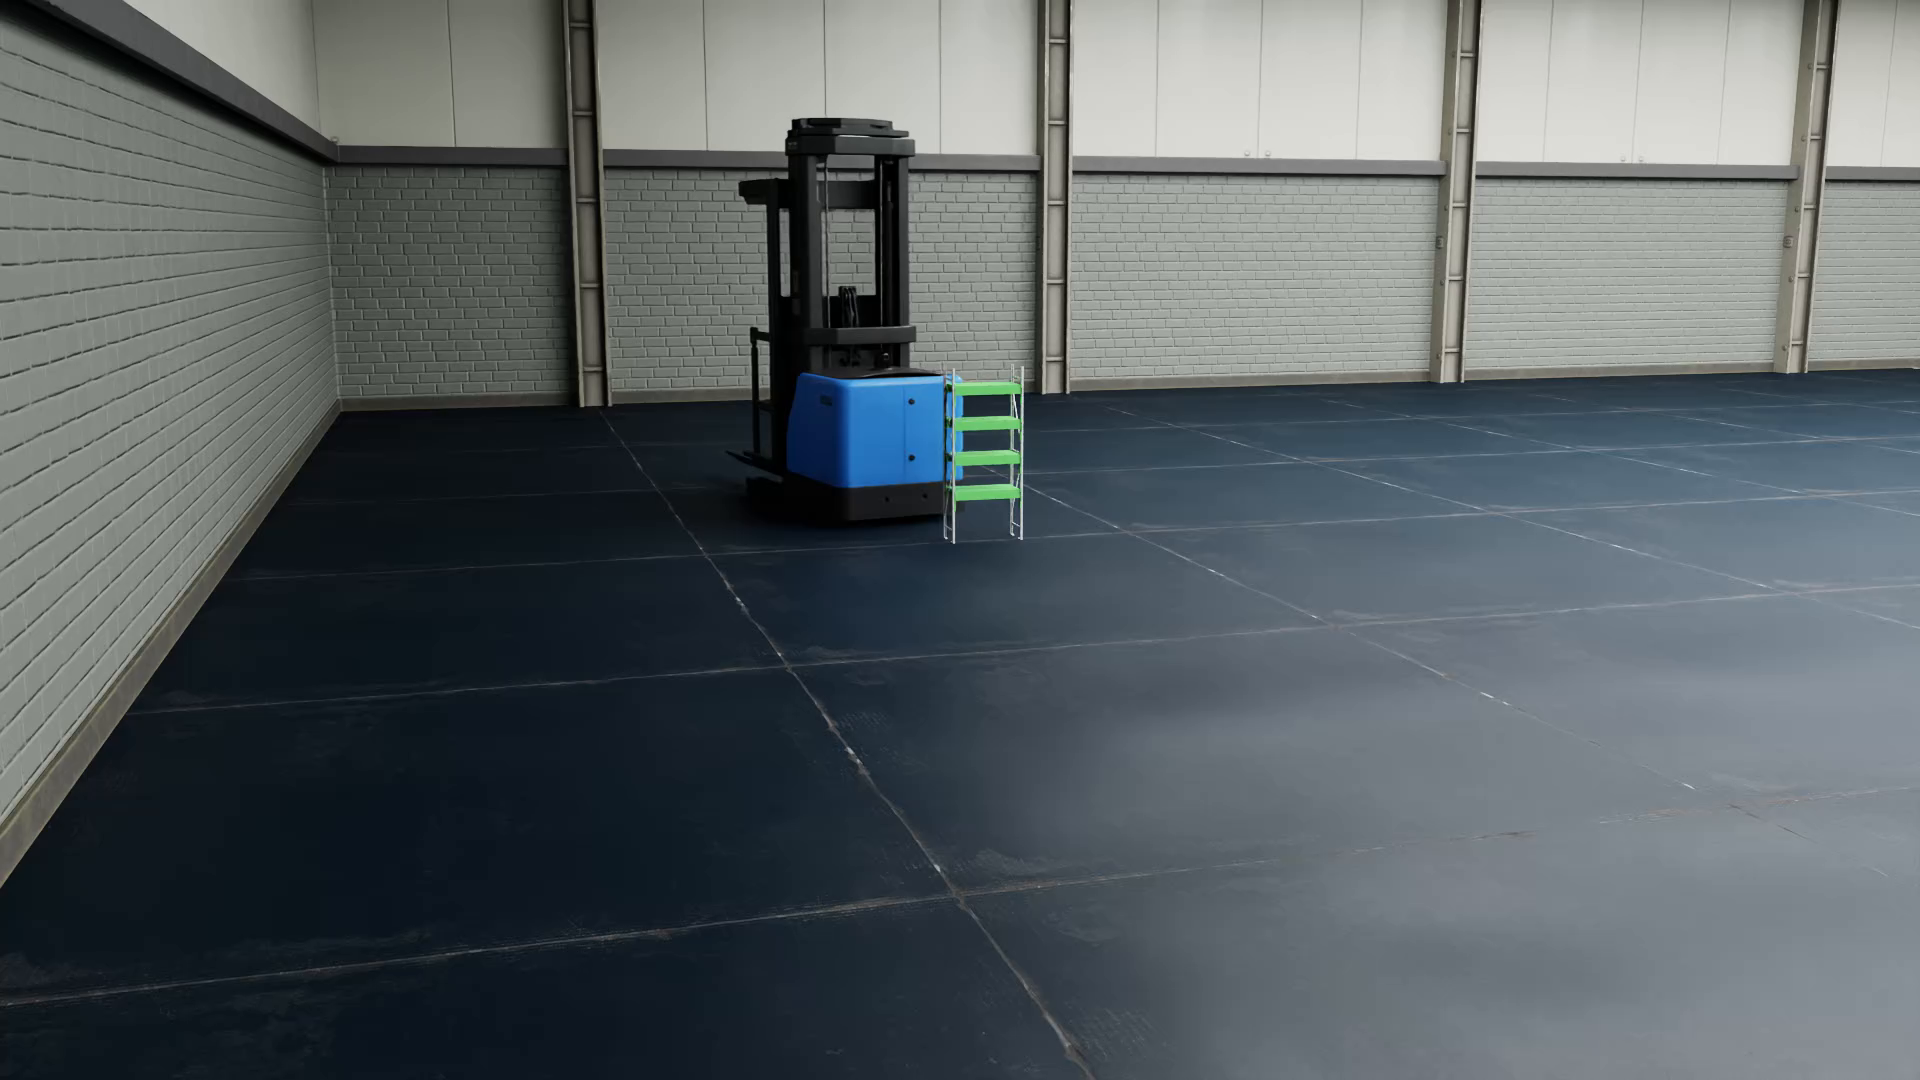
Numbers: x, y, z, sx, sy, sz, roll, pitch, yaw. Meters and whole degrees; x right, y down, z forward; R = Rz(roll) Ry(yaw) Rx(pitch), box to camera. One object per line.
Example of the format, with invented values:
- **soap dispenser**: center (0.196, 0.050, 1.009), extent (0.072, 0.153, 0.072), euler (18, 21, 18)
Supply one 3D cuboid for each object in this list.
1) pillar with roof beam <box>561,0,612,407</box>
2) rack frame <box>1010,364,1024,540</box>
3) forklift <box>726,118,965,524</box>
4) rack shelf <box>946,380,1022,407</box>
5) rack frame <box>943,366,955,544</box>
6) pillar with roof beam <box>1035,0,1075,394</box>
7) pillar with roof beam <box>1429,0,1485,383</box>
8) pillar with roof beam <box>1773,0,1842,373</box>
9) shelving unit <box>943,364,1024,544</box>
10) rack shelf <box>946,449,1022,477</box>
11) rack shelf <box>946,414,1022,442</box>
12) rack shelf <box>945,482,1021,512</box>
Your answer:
- **pillar with roof beam**: center (-3.324, -5.348, 15.742), extent (0.400, 9.000, 9.100), euler (-3, 11, -16)
- **rack frame**: center (0.393, -0.611, 11.550), extent (0.015, 1.200, 0.240), euler (-3, 11, -16)
- **forklift**: center (-1.071, -1.785, 13.150), extent (1.130, 2.935, 3.031), euler (-5, 12, -26)
- **rack shelf**: center (0.159, -1.008, 11.408), extent (0.480, 0.148, 0.258), euler (-3, 11, -16)
- **rack frame**: center (-0.075, -0.586, 11.416), extent (0.015, 1.200, 0.240), euler (-3, 11, -16)
- **pillar with roof beam**: center (2.437, -5.652, 17.391), extent (0.400, 9.000, 9.100), euler (-3, 11, -16)
- **pillar with roof beam**: center (8.198, -5.955, 19.040), extent (0.400, 9.000, 9.100), euler (-3, 11, -16)
- **pillar with roof beam**: center (13.959, -6.259, 20.689), extent (0.400, 9.000, 9.100), euler (-3, 11, -16)
- **shelving unit**: center (0.159, -0.598, 11.483), extent (0.503, 1.200, 0.258), euler (-3, 11, -16)
- **rack shelf**: center (0.159, -0.536, 11.495), extent (0.480, 0.148, 0.258), euler (-3, 11, -16)
- **rack shelf**: center (0.159, -0.772, 11.451), extent (0.480, 0.148, 0.258), euler (-3, 11, -16)
- **rack shelf**: center (0.159, -0.300, 11.538), extent (0.480, 0.148, 0.258), euler (-3, 11, -16)
